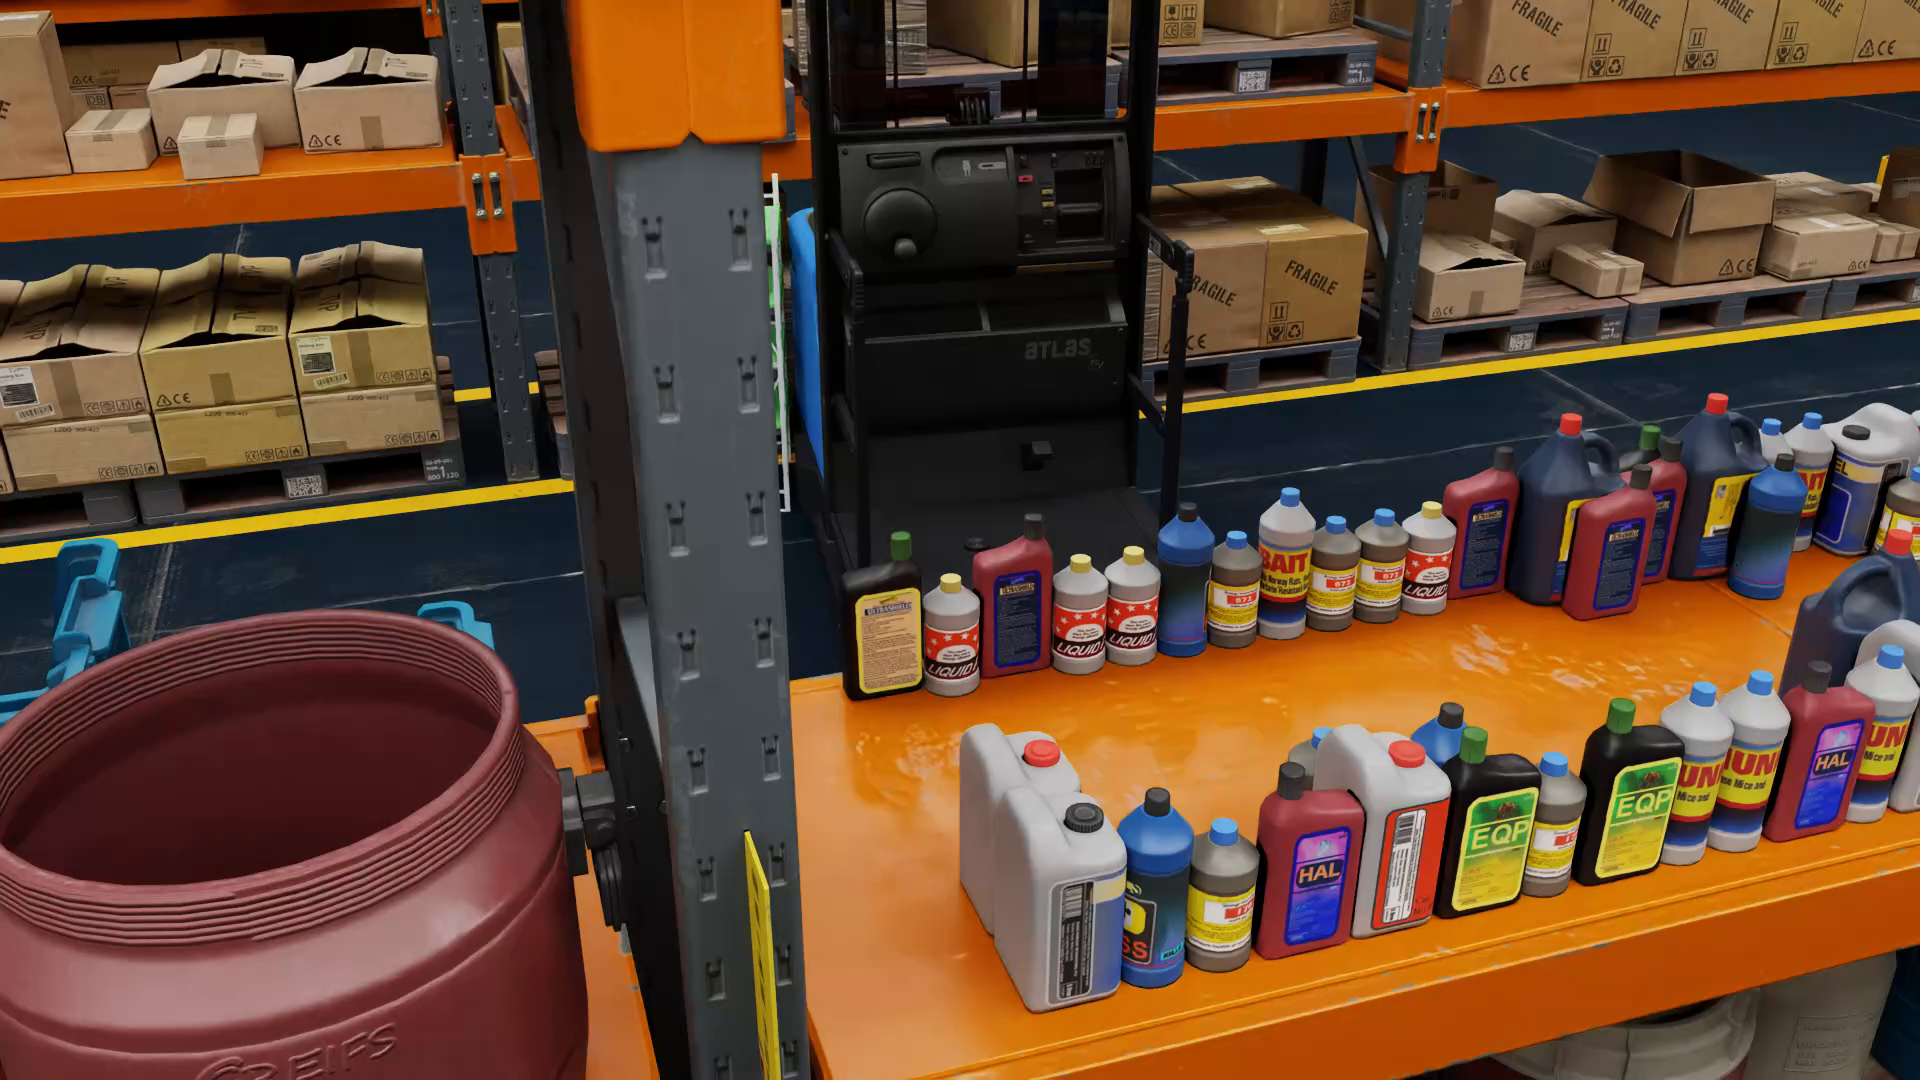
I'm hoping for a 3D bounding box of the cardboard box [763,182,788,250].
[{"bbox_3d":[-1.045,-1.437,7.245,0.500,0.250,0.500,-7,27,-14],"label":"cardboard box"}]

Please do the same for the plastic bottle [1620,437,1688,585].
[{"bbox_3d":[1.278,-0.051,3.110,0.133,0.283,0.061,-8,28,-16],"label":"plastic bottle"}]

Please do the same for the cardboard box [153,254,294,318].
[{"bbox_3d":[-2.999,-0.970,6.820,0.500,0.311,0.500,-9,28,-17],"label":"cardboard box"}]

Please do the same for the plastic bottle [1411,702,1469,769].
[{"bbox_3d":[0.668,0.349,2.317,0.097,0.271,0.097,0,26,0],"label":"plastic bottle"}]

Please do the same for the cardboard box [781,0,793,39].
[{"bbox_3d":[-1.070,-3.388,11.647,0.750,0.750,0.750,-7,27,-15],"label":"cardboard box"}]

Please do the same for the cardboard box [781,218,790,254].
[{"bbox_3d":[-0.605,-1.163,7.535,0.500,0.500,0.500,-9,28,-18],"label":"cardboard box"}]

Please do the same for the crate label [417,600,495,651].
[{"bbox_3d":[-0.900,0.283,2.495,0.416,0.233,0.303,-8,28,-16],"label":"crate label"}]

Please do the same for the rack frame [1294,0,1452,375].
[{"bbox_3d":[1.890,-2.337,7.584,0.127,3.000,1.000,-8,28,-16],"label":"rack frame"}]

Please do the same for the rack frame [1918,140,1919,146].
[{"bbox_3d":[5.693,-2.888,8.694,0.127,3.000,1.000,-8,28,-16],"label":"rack frame"}]

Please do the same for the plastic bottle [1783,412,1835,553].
[{"bbox_3d":[1.643,-0.118,3.259,0.097,0.271,0.097,0,26,0],"label":"plastic bottle"}]

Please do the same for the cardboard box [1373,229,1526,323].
[{"bbox_3d":[2.356,-1.296,8.017,0.500,0.311,0.500,-8,28,-16],"label":"cardboard box"}]

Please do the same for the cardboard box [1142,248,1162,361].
[{"bbox_3d":[0.560,-1.092,7.393,0.500,0.500,0.500,-8,27,-15],"label":"cardboard box"}]

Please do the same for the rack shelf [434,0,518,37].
[{"bbox_3d":[-1.549,-3.833,11.407,4.000,0.370,1.077,-8,28,-16],"label":"rack shelf"}]

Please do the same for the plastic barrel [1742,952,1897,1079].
[{"bbox_3d":[1.660,0.889,3.411,0.421,0.512,0.421,0,26,0],"label":"plastic barrel"}]

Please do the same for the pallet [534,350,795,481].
[{"bbox_3d":[-1.192,-0.624,7.270,1.213,0.211,1.003,-8,28,-16],"label":"pallet"}]

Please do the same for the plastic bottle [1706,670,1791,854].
[{"bbox_3d":[1.126,0.312,2.394,0.097,0.271,0.097,0,26,0],"label":"plastic bottle"}]

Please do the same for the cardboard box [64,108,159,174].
[{"bbox_3d":[-3.109,-1.474,6.129,0.250,0.149,0.380,-6,27,-12],"label":"cardboard box"}]

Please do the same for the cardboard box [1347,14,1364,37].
[{"bbox_3d":[3.045,-3.843,12.956,0.500,0.500,0.700,-8,28,-16],"label":"cardboard box"}]

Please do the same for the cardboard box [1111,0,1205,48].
[{"bbox_3d":[0.736,-2.478,7.283,0.500,0.500,0.700,-4,27,-8],"label":"cardboard box"}]

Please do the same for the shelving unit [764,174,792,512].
[{"bbox_3d":[-0.800,-0.754,6.420,0.258,1.200,0.503,-2,26,-4],"label":"shelving unit"}]

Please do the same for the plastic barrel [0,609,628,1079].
[{"bbox_3d":[-0.730,0.440,1.838,0.708,0.536,0.600,-8,28,-16],"label":"plastic barrel"}]

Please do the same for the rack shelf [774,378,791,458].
[{"bbox_3d":[-0.800,-0.482,6.555,0.258,0.148,0.480,-2,26,-4],"label":"rack shelf"}]

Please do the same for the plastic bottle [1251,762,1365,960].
[{"bbox_3d":[0.455,0.412,2.178,0.133,0.283,0.061,-8,28,-16],"label":"plastic bottle"}]

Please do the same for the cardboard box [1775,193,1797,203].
[{"bbox_3d":[4.138,-1.761,9.021,0.500,0.250,0.500,-8,28,-16],"label":"cardboard box"}]

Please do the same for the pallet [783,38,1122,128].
[{"bbox_3d":[-0.066,-1.970,7.061,1.213,0.211,1.003,-8,28,-16],"label":"pallet"}]

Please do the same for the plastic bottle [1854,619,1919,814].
[{"bbox_3d":[1.447,0.250,2.512,0.135,0.276,0.152,-8,28,-16],"label":"plastic bottle"}]

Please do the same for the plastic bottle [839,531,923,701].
[{"bbox_3d":[-0.131,0.125,2.757,0.133,0.283,0.061,-8,28,-16],"label":"plastic bottle"}]

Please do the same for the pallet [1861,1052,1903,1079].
[{"bbox_3d":[1.512,1.265,3.464,1.213,0.211,1.003,-8,28,-16],"label":"pallet"}]

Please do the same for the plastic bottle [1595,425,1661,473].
[{"bbox_3d":[1.259,-0.076,3.162,0.133,0.283,0.061,-8,28,-16],"label":"plastic bottle"}]

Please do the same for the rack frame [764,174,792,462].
[{"bbox_3d":[-0.820,-0.863,6.638,0.240,1.200,0.015,-2,26,-4],"label":"rack frame"}]

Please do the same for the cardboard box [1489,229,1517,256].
[{"bbox_3d":[2.682,-1.533,8.675,0.250,0.149,0.380,-8,28,-16],"label":"cardboard box"}]

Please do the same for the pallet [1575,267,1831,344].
[{"bbox_3d":[3.705,-1.352,8.736,1.213,0.211,1.003,-8,28,-16],"label":"pallet"}]

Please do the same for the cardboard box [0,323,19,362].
[{"bbox_3d":[-3.785,-0.607,6.089,0.500,0.311,0.500,-7,27,-15],"label":"cardboard box"}]

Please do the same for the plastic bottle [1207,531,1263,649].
[{"bbox_3d":[0.482,0.081,2.936,0.097,0.201,0.097,0,26,0],"label":"plastic bottle"}]

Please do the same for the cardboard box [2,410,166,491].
[{"bbox_3d":[-3.306,-0.427,6.356,0.500,0.250,0.500,-8,27,-15],"label":"cardboard box"}]

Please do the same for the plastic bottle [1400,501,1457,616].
[{"bbox_3d":[0.852,0.028,3.044,0.097,0.201,0.097,0,26,0],"label":"plastic bottle"}]

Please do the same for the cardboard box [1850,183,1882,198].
[{"bbox_3d":[5.189,-1.896,9.406,0.250,0.149,0.380,-8,28,-16],"label":"cardboard box"}]

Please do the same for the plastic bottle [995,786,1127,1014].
[{"bbox_3d":[0.128,0.441,2.127,0.135,0.276,0.152,-8,28,-16],"label":"plastic bottle"}]

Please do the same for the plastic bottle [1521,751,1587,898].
[{"bbox_3d":[0.814,0.388,2.318,0.097,0.201,0.097,0,26,0],"label":"plastic bottle"}]

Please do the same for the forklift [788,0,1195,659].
[{"bbox_3d":[0.129,-1.041,5.050,1.130,2.935,3.031,-5,27,-11],"label":"forklift"}]

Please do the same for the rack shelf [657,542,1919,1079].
[{"bbox_3d":[1.519,0.355,2.970,4.000,0.370,1.077,-8,28,-16],"label":"rack shelf"}]

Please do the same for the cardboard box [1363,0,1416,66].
[{"bbox_3d":[2.286,-2.559,7.919,0.500,0.500,0.500,-8,27,-15],"label":"cardboard box"}]

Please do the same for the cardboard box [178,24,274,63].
[{"bbox_3d":[-4.681,-3.120,10.635,0.500,0.250,0.500,-8,27,-15],"label":"cardboard box"}]

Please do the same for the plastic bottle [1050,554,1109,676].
[{"bbox_3d":[0.204,0.122,2.855,0.097,0.201,0.097,0,26,0],"label":"plastic bottle"}]

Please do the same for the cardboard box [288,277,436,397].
[{"bbox_3d":[-2.335,-0.818,6.513,0.500,0.311,0.500,-8,27,-15],"label":"cardboard box"}]

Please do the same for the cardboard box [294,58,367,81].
[{"bbox_3d":[-4.119,-2.836,10.907,0.500,0.500,0.700,-8,27,-15],"label":"cardboard box"}]

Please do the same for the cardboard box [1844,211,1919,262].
[{"bbox_3d":[4.840,-1.619,8.830,0.250,0.166,0.380,-8,28,-16],"label":"cardboard box"}]

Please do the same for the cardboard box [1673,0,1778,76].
[{"bbox_3d":[3.421,-2.477,7.753,0.500,0.500,0.500,-8,28,-16],"label":"cardboard box"}]

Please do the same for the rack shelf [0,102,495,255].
[{"bbox_3d":[-3.815,-1.189,6.080,4.000,0.370,1.077,-8,28,-16],"label":"rack shelf"}]
